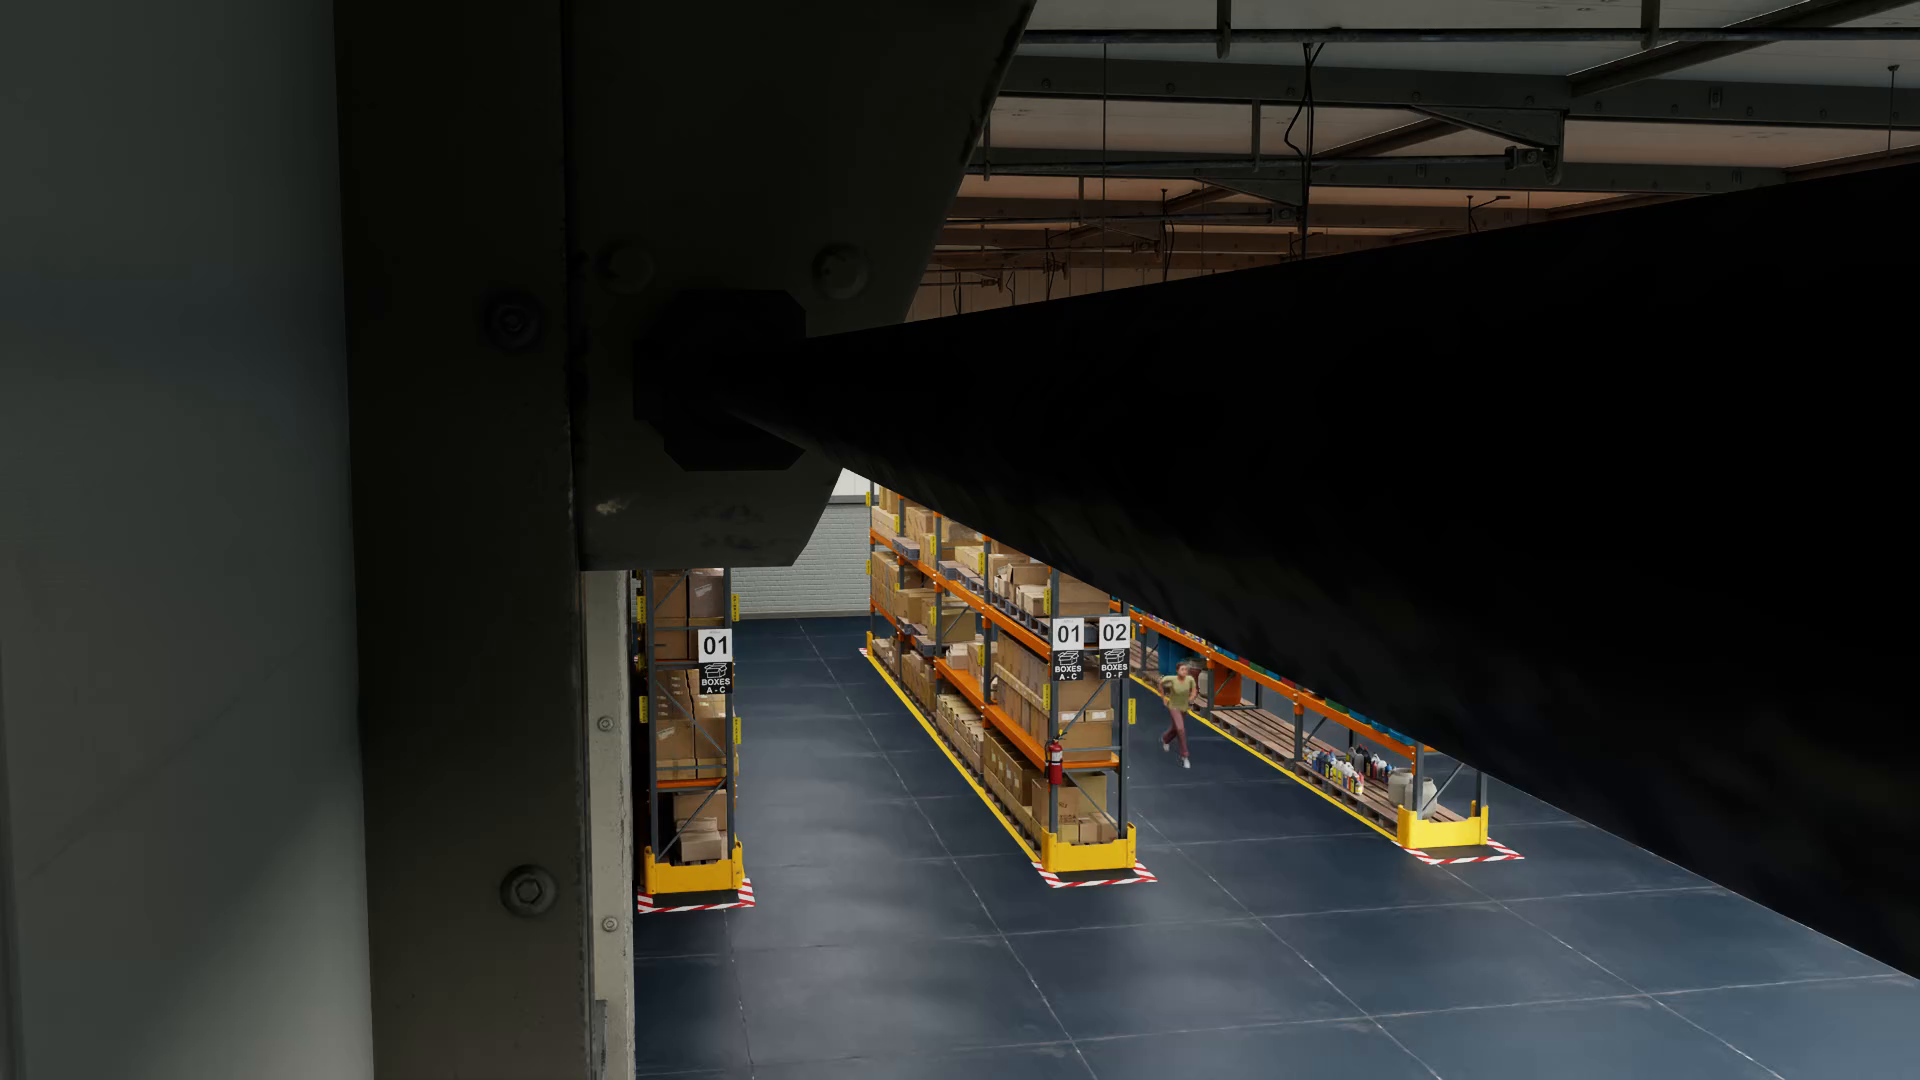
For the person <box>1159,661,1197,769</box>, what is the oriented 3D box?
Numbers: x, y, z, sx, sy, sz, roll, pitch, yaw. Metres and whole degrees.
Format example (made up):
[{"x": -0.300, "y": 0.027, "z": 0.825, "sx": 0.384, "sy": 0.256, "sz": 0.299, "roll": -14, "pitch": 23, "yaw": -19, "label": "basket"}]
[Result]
[{"x": 3.481, "y": 2.736, "z": 26.658, "sx": 0.581, "sy": 1.666, "sz": 1.082, "roll": -2, "pitch": 6, "yaw": -19, "label": "person"}]
